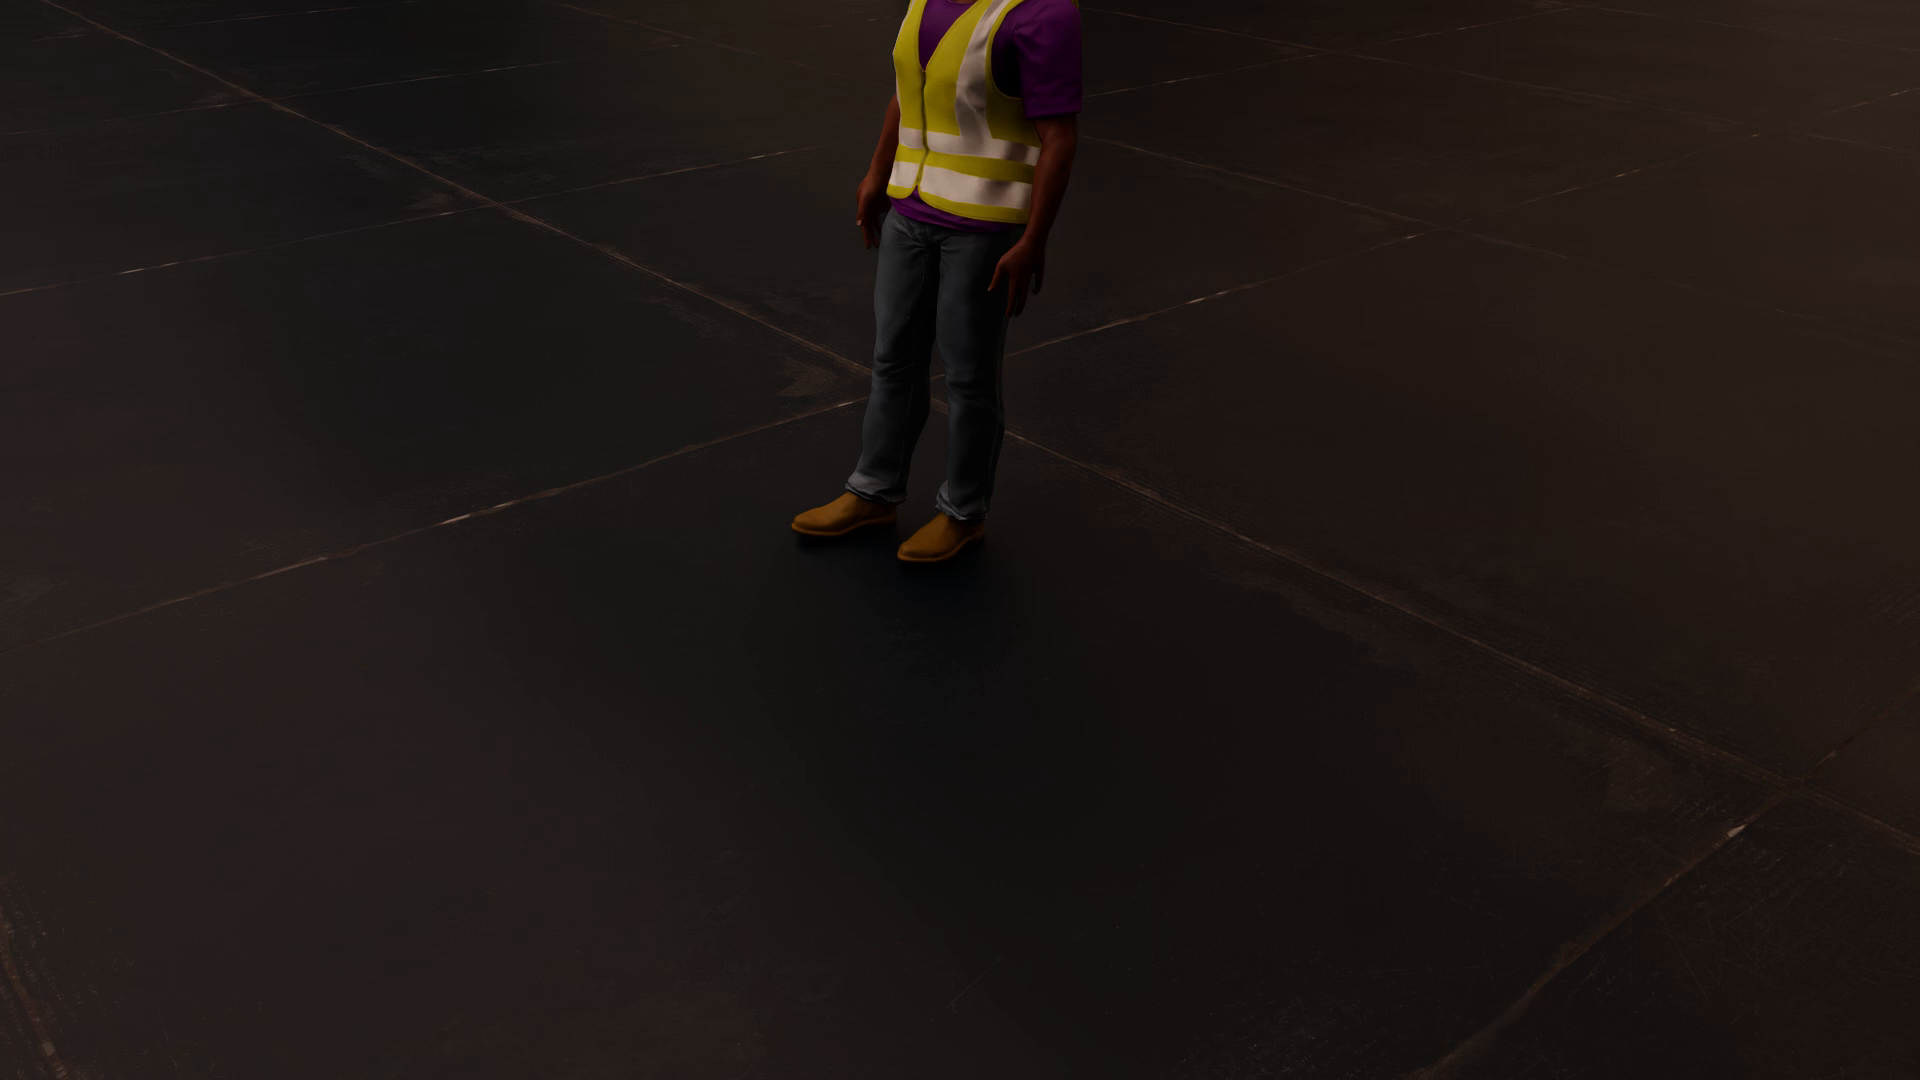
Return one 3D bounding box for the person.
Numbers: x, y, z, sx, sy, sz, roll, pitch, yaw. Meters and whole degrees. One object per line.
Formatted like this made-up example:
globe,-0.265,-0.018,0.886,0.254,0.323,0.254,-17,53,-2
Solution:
person,-0.058,-0.777,4.070,0.575,1.762,0.665,-20,33,-35
